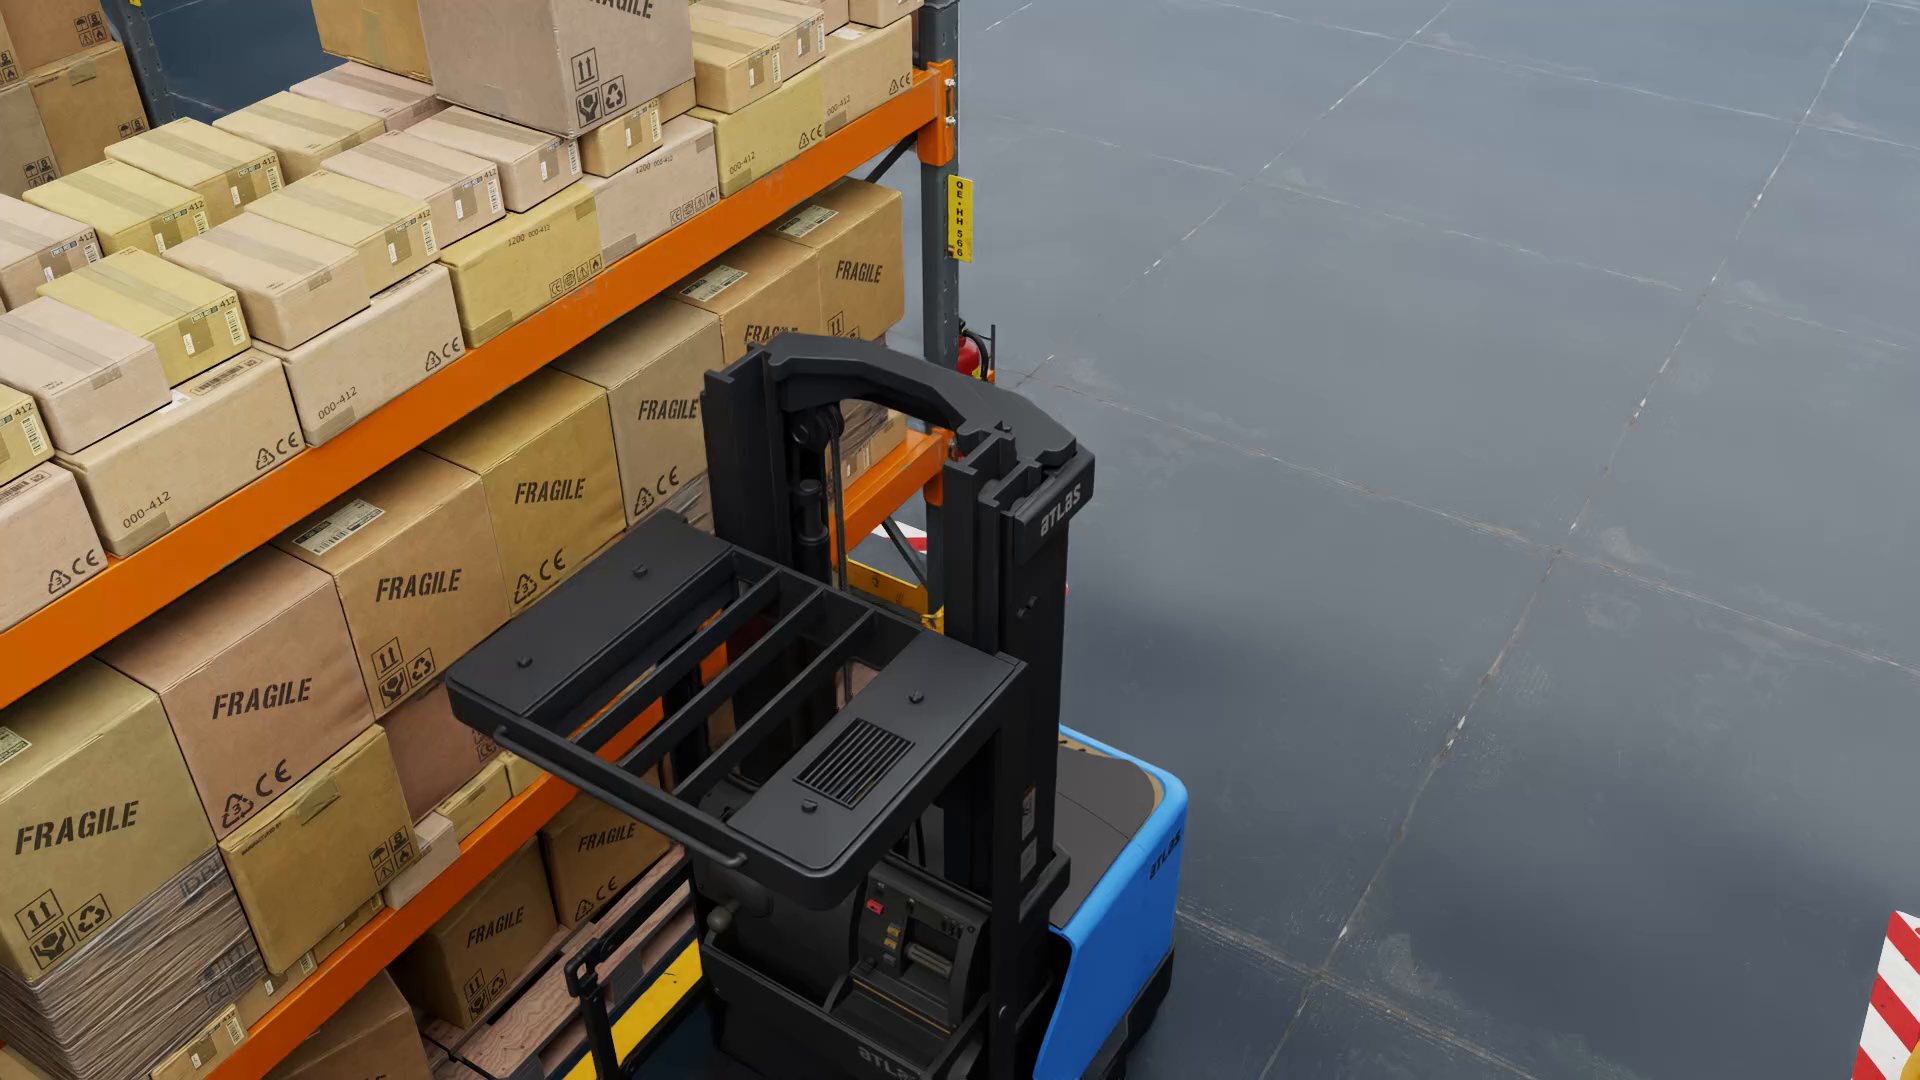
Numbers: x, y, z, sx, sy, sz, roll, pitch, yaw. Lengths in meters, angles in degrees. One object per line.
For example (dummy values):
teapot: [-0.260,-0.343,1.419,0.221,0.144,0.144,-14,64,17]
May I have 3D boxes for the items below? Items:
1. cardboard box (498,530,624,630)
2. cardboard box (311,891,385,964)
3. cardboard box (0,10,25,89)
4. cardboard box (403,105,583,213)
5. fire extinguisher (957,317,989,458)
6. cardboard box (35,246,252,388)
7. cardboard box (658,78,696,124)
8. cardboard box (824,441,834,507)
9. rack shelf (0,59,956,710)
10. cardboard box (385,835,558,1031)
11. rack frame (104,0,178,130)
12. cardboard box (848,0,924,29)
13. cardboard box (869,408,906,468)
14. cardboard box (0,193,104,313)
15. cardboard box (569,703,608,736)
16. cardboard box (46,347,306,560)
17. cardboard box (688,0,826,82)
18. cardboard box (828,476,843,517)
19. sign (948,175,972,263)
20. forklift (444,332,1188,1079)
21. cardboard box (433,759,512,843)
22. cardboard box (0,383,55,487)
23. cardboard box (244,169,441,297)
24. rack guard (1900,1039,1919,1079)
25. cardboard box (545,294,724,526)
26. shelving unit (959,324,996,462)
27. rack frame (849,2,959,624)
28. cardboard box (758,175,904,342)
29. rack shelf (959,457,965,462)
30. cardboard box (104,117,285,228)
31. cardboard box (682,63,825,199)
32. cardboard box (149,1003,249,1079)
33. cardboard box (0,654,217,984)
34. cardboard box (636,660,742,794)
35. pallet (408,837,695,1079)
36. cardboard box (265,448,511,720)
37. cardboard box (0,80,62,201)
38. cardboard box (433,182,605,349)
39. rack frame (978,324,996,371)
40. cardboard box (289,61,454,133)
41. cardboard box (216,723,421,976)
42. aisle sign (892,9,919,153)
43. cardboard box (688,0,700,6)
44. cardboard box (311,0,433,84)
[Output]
cardboard box: [-1.524,0.140,5.226,0.875,0.500,0.500,21,42,25]
cardboard box: [-1.849,0.982,4.664,0.380,0.149,0.250,21,42,25]
cardboard box: [-5.039,-2.441,7.892,0.875,0.550,0.550,21,42,25]
cardboard box: [-1.232,-1.019,4.394,0.380,0.149,0.250,19,42,23]
fire extinguisher: [-0.007,-0.650,6.639,0.296,0.674,0.183,21,42,25]
cardboard box: [-1.822,-0.497,3.716,0.380,0.149,0.250,22,43,26]
cardboard box: [-0.987,-1.317,4.780,0.380,0.149,0.250,22,43,26]
cardboard box: [-0.941,-0.358,5.871,0.875,0.500,0.500,21,42,25]
rack shelf: [-1.529,-0.644,4.701,1.077,0.370,4.000,21,42,25]
cardboard box: [-1.785,1.277,5.780,0.500,0.500,0.500,17,41,21]
rack frame: [-4.591,-2.447,8.906,1.000,3.000,0.127,21,42,25]
cardboard box: [-0.342,-1.813,5.424,0.380,0.149,0.250,21,42,25]
cardboard box: [-0.435,-0.458,6.533,0.380,0.149,0.250,21,42,25]
cardboard box: [-2.262,-0.675,3.947,0.380,0.149,0.250,20,42,24]
cardboard box: [-1.343,0.456,5.347,0.380,0.149,0.250,21,42,25]
cardboard box: [-1.864,-0.261,3.737,0.500,0.250,0.500,21,42,25]
cardboard box: [-0.635,-1.541,5.071,0.380,0.149,0.250,19,42,23]
cardboard box: [-0.660,-0.184,6.177,0.380,0.149,0.250,21,42,25]
sign: [0.001,-1.164,6.035,0.100,0.325,0.005,21,42,25]
forklift: [-0.468,1.066,4.406,1.130,2.935,3.031,22,43,26]
cardboard box: [-1.582,0.725,4.998,0.380,0.149,0.250,21,42,25]
cardboard box: [-2.081,-0.223,3.361,0.380,0.149,0.250,19,42,23]
cardboard box: [-1.499,-0.748,4.042,0.380,0.149,0.250,20,42,24]
rack guard: [3.724,1.893,5.325,1.175,0.500,0.348,21,42,25]
cardboard box: [-1.076,-0.445,5.165,0.500,0.500,0.500,21,42,25]
shelving unit: [0.008,-0.483,7.833,0.258,1.200,0.189,21,42,25]
rack frame: [-0.457,-0.772,6.734,1.000,3.000,0.127,21,42,25]
cardboard box: [-0.543,-0.961,5.835,0.500,0.500,0.500,21,42,25]
rack shelf: [0.008,-0.353,7.933,0.258,0.103,0.180,21,42,25]
cardboard box: [-1.968,-0.940,4.291,0.380,0.149,0.250,23,43,27]
cardboard box: [-0.766,-1.311,5.099,0.500,0.250,0.500,21,43,25]
cardboard box: [-2.086,1.252,4.314,0.380,0.149,0.250,21,42,25]
cardboard box: [-2.144,0.588,3.826,0.500,0.500,0.500,21,42,25]
cardboard box: [-1.097,0.687,6.544,0.500,0.500,0.500,-29,46,-32]
pallet: [-1.617,1.405,6.194,1.003,0.211,1.213,21,42,25]
cardboard box: [-1.609,0.072,4.495,0.500,0.500,0.500,21,42,25]
cardboard box: [-5.028,-2.009,8.216,0.875,0.550,0.550,21,42,25]
cardboard box: [-1.313,-0.788,4.421,0.500,0.250,0.500,20,42,24]
rack frame: [0.057,-0.530,7.894,0.240,1.200,0.006,21,42,25]
cardboard box: [-1.620,-1.189,4.614,0.380,0.149,0.250,21,42,25]
cardboard box: [-2.009,0.675,4.532,0.875,0.500,0.500,21,42,25]
aisle sign: [-0.171,-1.736,5.855,0.394,0.787,0.004,21,42,25]
cardboard box: [-1.052,-1.720,5.303,0.380,0.149,0.250,20,42,24]
cardboard box: [-1.480,-1.638,4.666,0.500,0.500,0.500,21,42,25]
